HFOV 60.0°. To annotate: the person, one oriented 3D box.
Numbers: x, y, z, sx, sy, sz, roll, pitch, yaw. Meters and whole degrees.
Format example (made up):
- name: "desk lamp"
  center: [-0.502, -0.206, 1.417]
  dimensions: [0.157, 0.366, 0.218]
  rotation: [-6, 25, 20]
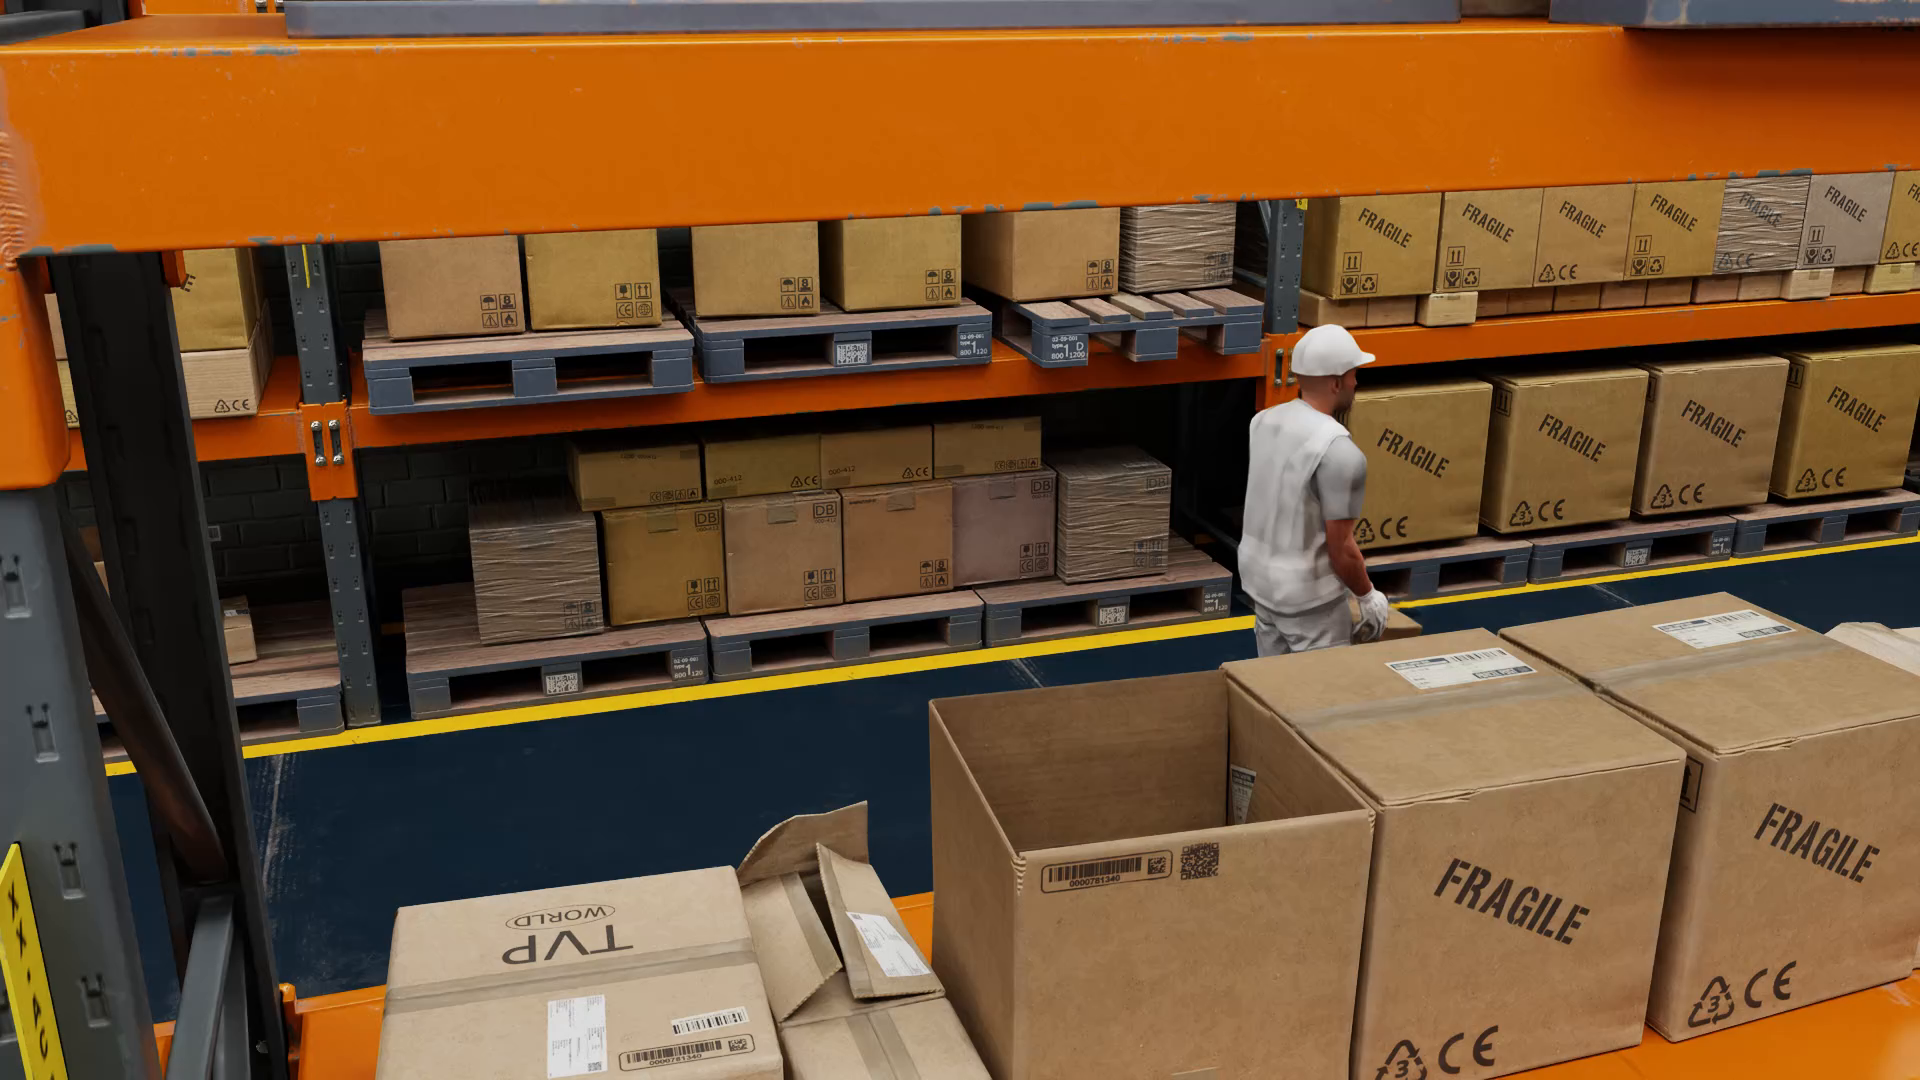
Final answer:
- name: "person"
  center: [1.146, 0.173, 5.528]
  dimensions: [0.414, 1.788, 0.544]
  rotation: [-7, 20, -19]
